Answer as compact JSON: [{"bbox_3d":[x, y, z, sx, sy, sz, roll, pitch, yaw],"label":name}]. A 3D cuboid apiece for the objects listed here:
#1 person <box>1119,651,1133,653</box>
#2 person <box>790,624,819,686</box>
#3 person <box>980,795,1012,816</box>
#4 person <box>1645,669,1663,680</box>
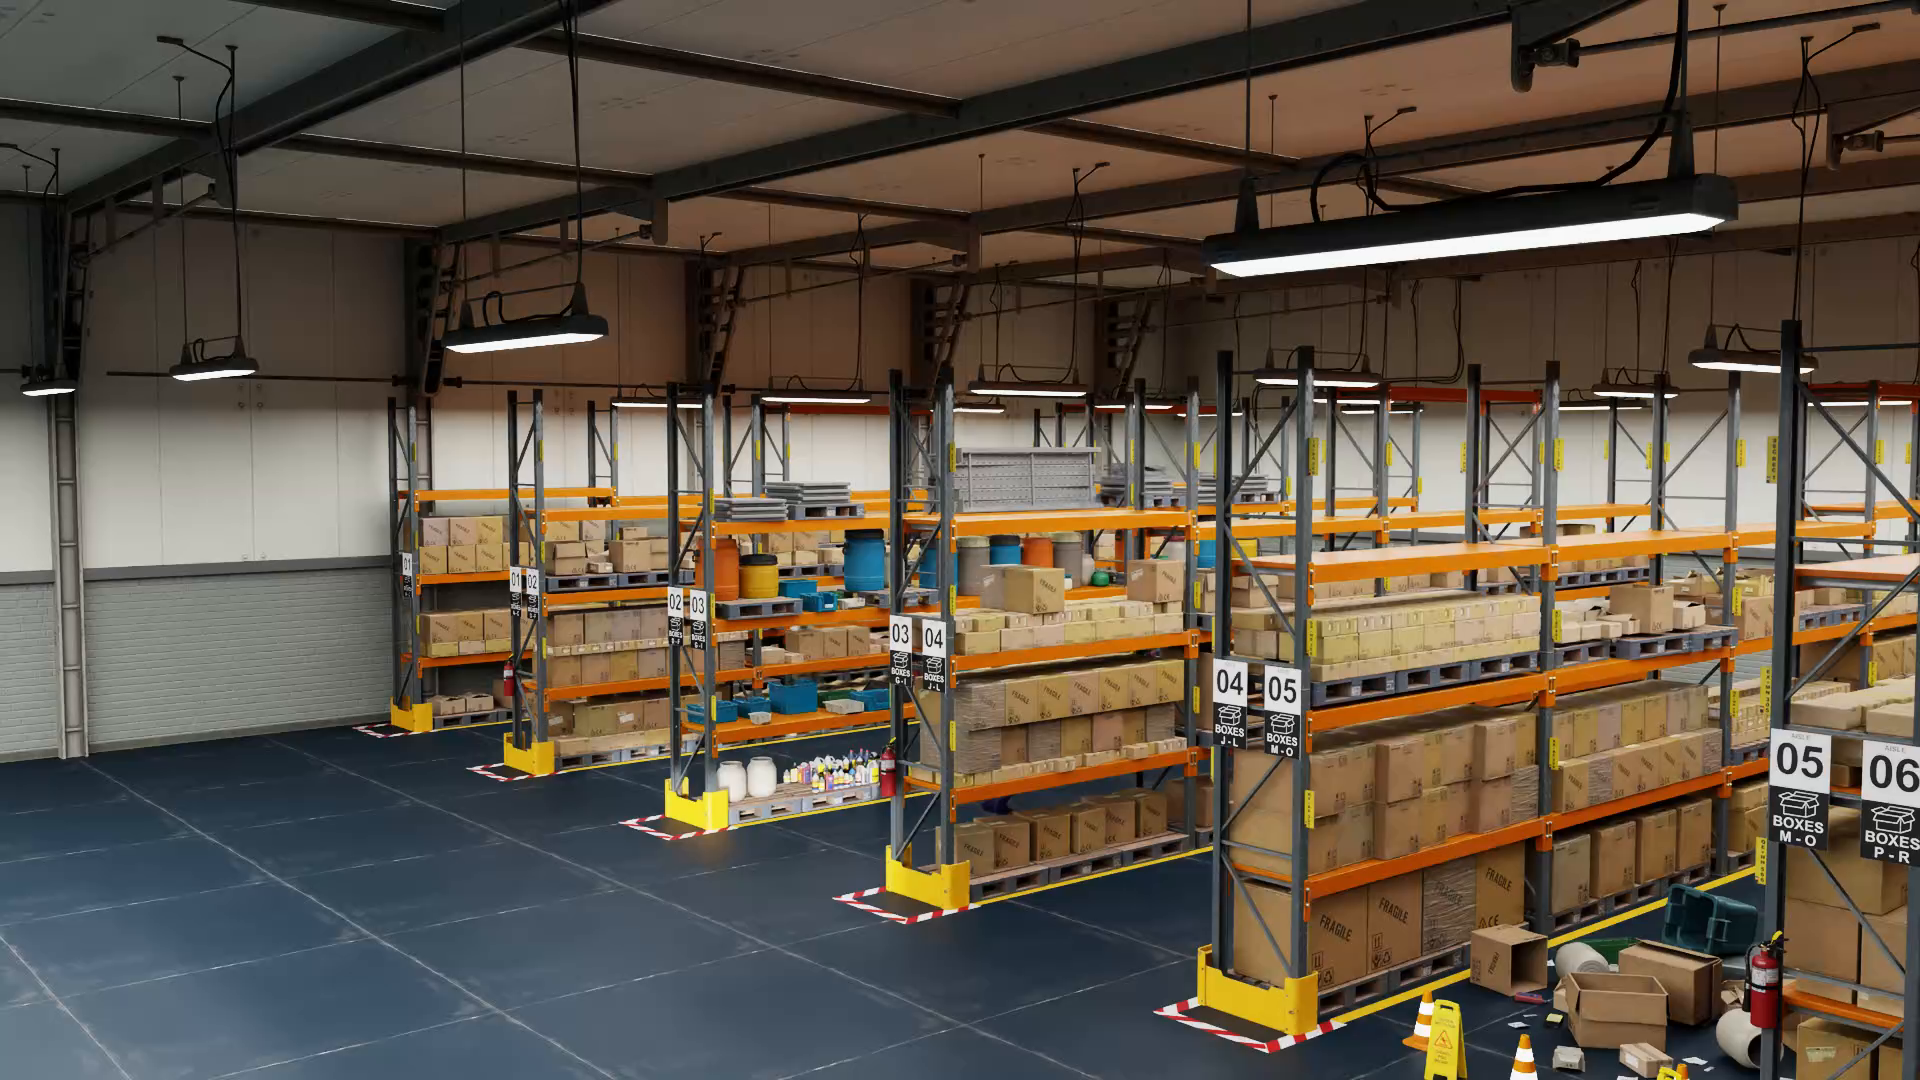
[{"bbox_3d":[2.871,2.315,30.199,0.567,1.646,0.635,-3,4,-38],"label":"person"},{"bbox_3d":[-3.063,2.111,32.426,0.730,1.849,0.675,-3,4,-38],"label":"person"},{"bbox_3d":[0.539,3.102,21.661,0.619,1.596,0.556,3,5,43],"label":"person"},{"bbox_3d":[12.577,2.559,30.219,0.626,1.650,0.971,-1,3,-17],"label":"person"}]
